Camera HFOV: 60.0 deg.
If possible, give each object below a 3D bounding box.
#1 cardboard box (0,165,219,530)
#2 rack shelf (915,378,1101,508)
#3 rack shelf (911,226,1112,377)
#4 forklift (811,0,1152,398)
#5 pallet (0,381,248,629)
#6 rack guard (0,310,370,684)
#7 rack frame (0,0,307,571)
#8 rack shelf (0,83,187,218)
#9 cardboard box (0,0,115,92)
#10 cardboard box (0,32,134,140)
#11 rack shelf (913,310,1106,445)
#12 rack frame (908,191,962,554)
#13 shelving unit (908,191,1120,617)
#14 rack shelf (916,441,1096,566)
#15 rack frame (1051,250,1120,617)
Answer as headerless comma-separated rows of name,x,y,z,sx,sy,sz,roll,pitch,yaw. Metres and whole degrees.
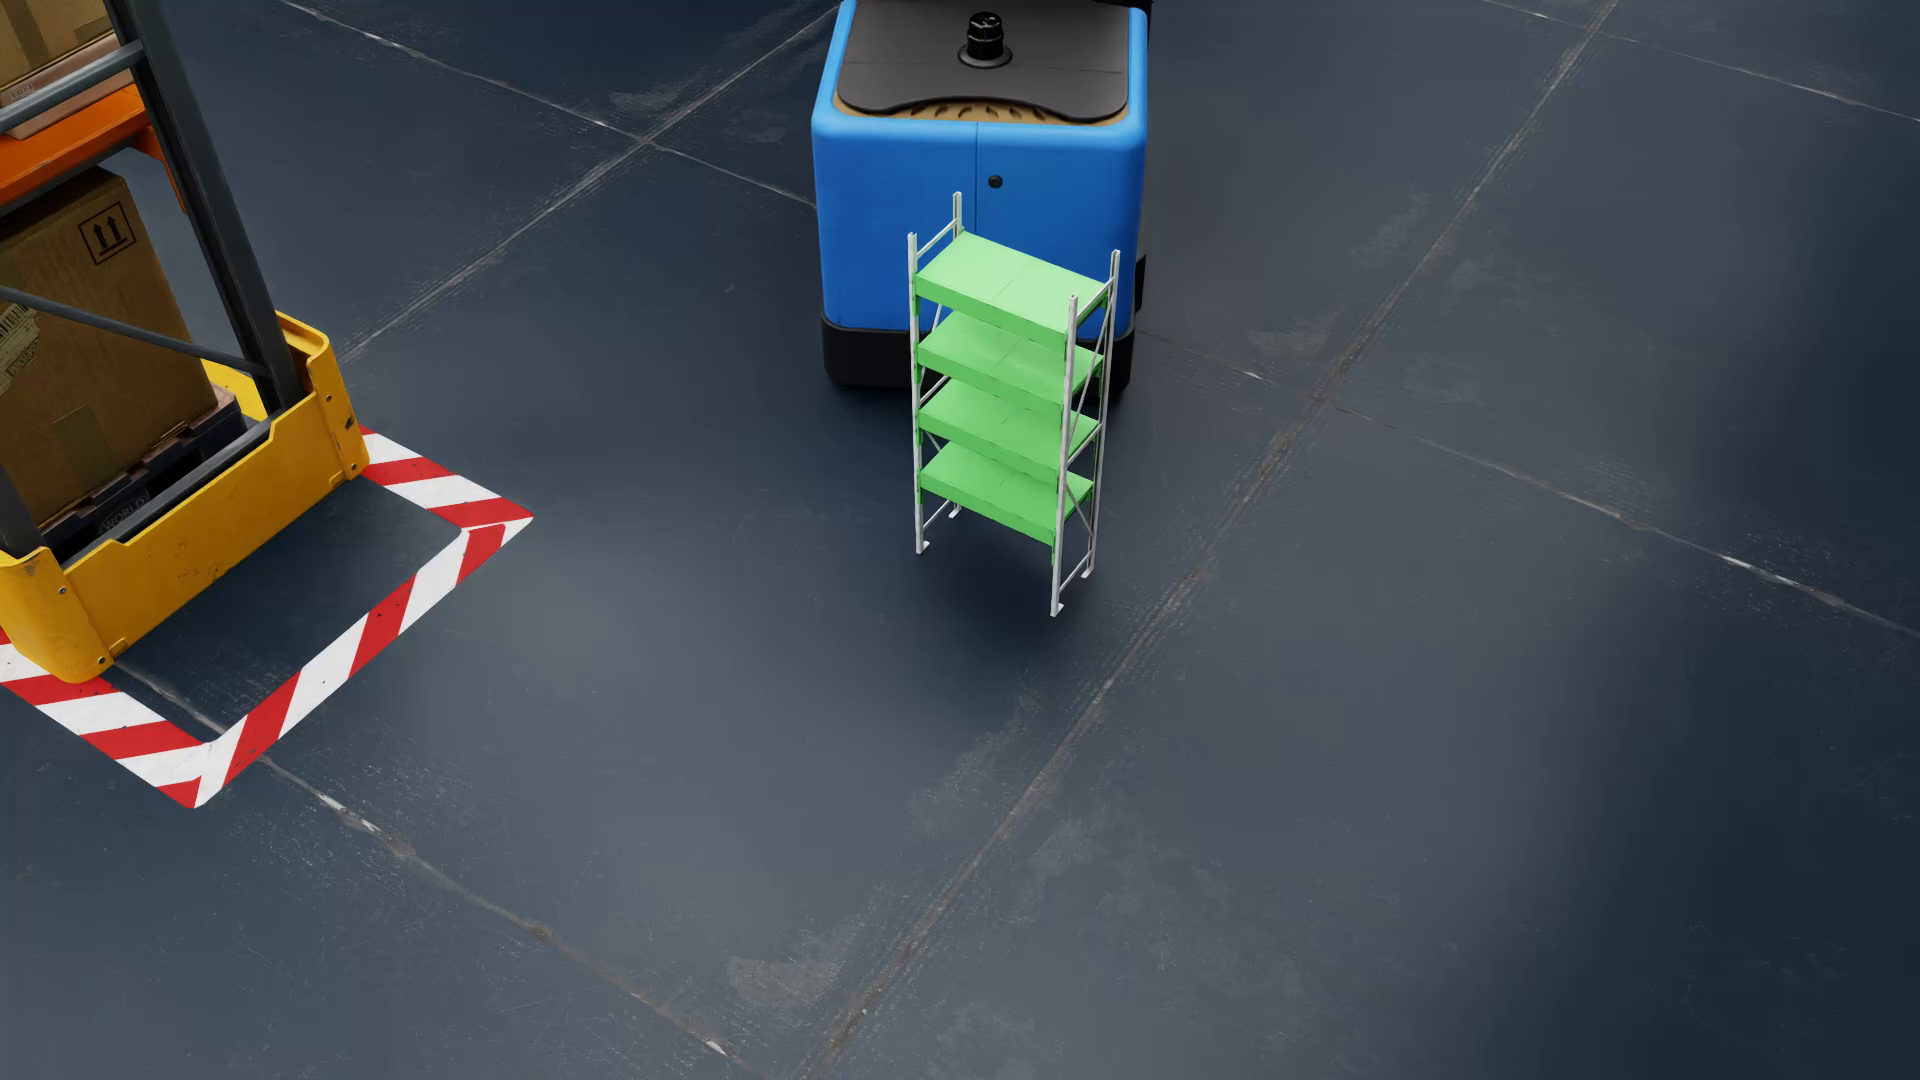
cardboard box,-2.989,-0.642,4.971,0.875,0.875,0.875,25,51,22
rack shelf,0.139,-0.310,4.803,0.480,0.148,0.258,25,51,22
rack shelf,0.139,-0.644,4.459,0.480,0.148,0.258,25,51,22
forklift,0.163,-2.557,5.691,1.130,2.935,3.031,3,46,3
pallet,-3.123,-0.327,5.421,1.213,0.211,1.003,25,51,22
rack guard,-2.387,-0.156,5.053,0.348,0.500,1.175,25,51,22
rack frame,-2.407,-1.037,4.166,0.127,3.000,1.000,25,51,22
rack shelf,-4.091,-1.560,5.176,4.000,0.370,1.077,25,51,22
cardboard box,-2.666,-1.437,4.452,0.500,0.250,0.500,23,50,21
cardboard box,-2.528,-1.286,4.583,0.250,0.149,0.380,25,51,23
rack shelf,0.139,-0.477,4.631,0.480,0.148,0.258,25,51,22
rack frame,-0.066,-0.449,4.849,0.015,1.200,0.240,25,51,22
shelving unit,0.139,-0.354,4.757,0.503,1.200,0.258,25,51,22
rack shelf,0.139,-0.142,4.975,0.480,0.148,0.258,25,51,22
rack frame,0.345,-0.260,4.666,0.015,1.200,0.240,25,51,22
